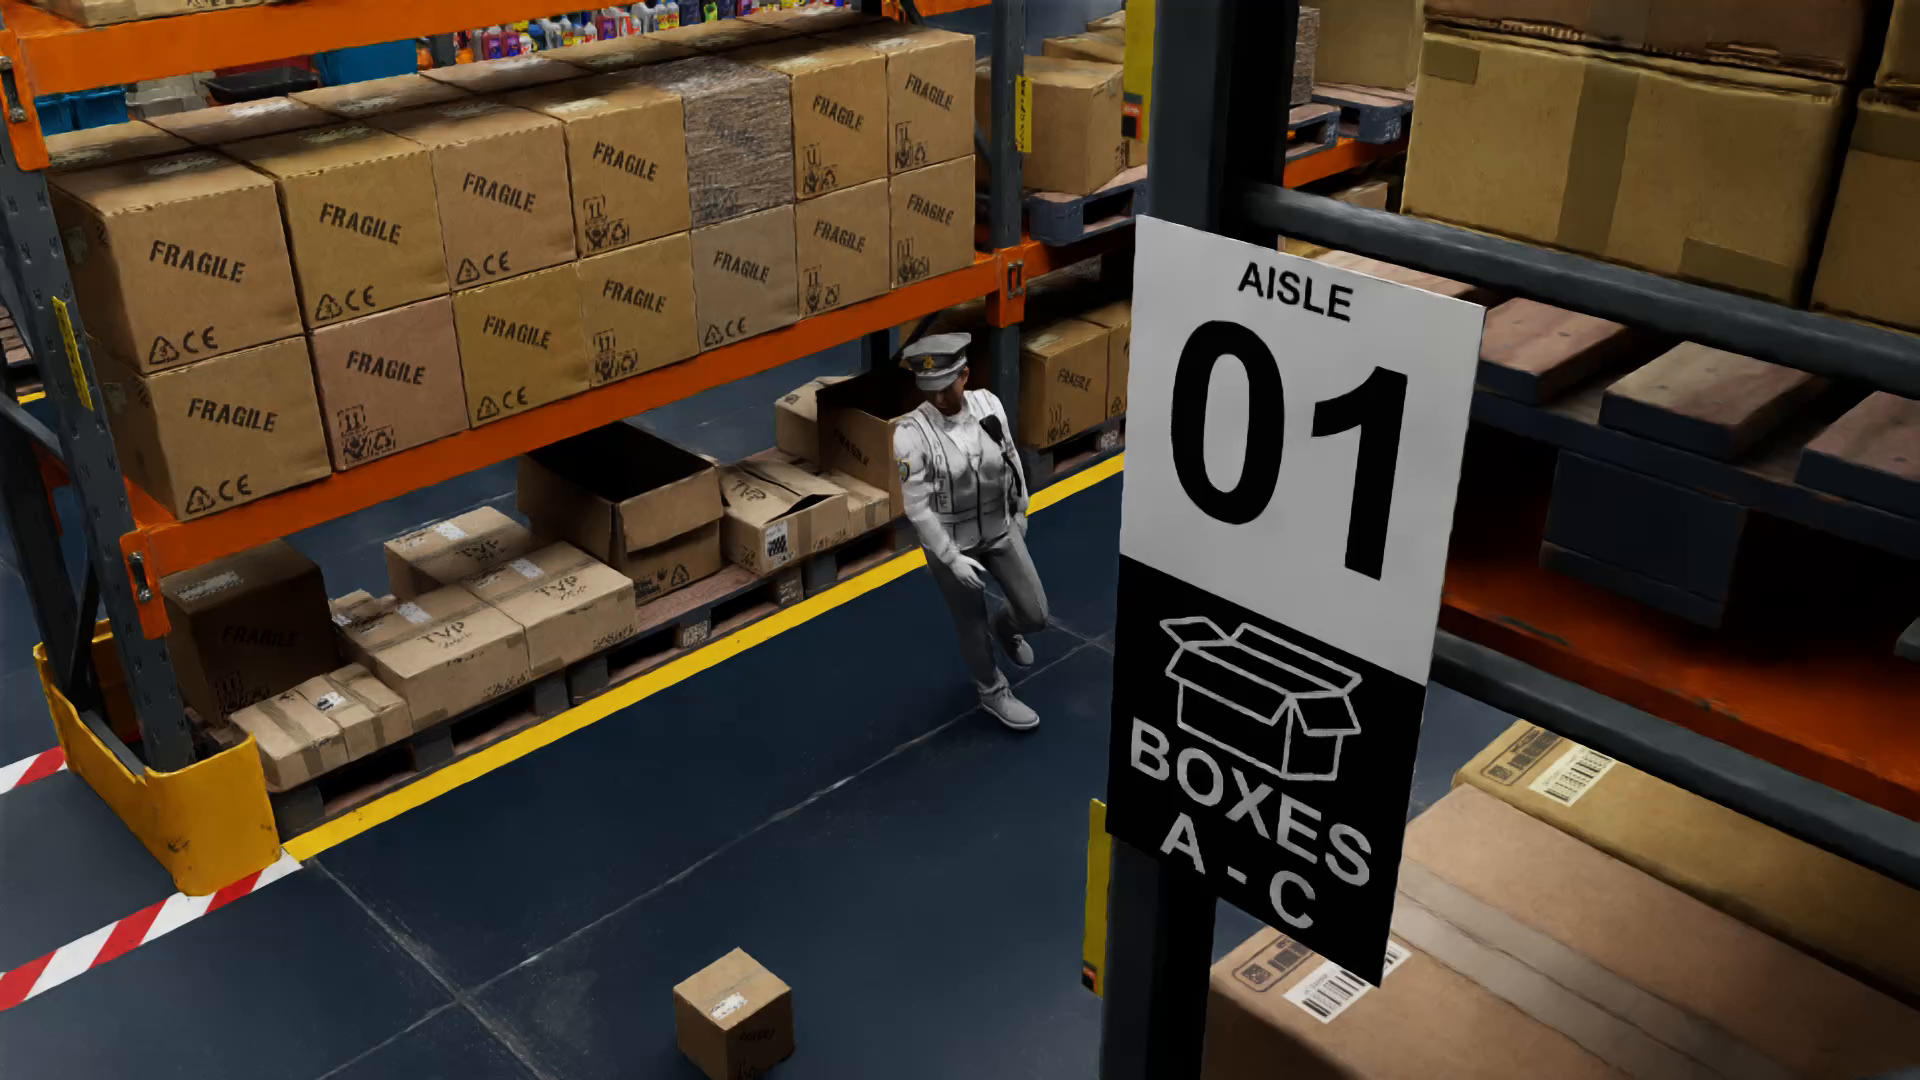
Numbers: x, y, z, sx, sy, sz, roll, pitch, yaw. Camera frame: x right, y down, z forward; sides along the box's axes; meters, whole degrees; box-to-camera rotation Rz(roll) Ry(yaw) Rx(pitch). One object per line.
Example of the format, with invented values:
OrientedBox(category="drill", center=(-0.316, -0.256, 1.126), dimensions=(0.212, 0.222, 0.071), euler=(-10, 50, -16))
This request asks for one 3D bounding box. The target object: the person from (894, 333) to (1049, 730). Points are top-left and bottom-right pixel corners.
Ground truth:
OrientedBox(category="person", center=(0.070, -0.027, 6.167), dimensions=(0.667, 1.634, 0.472), euler=(-15, 31, -26))
